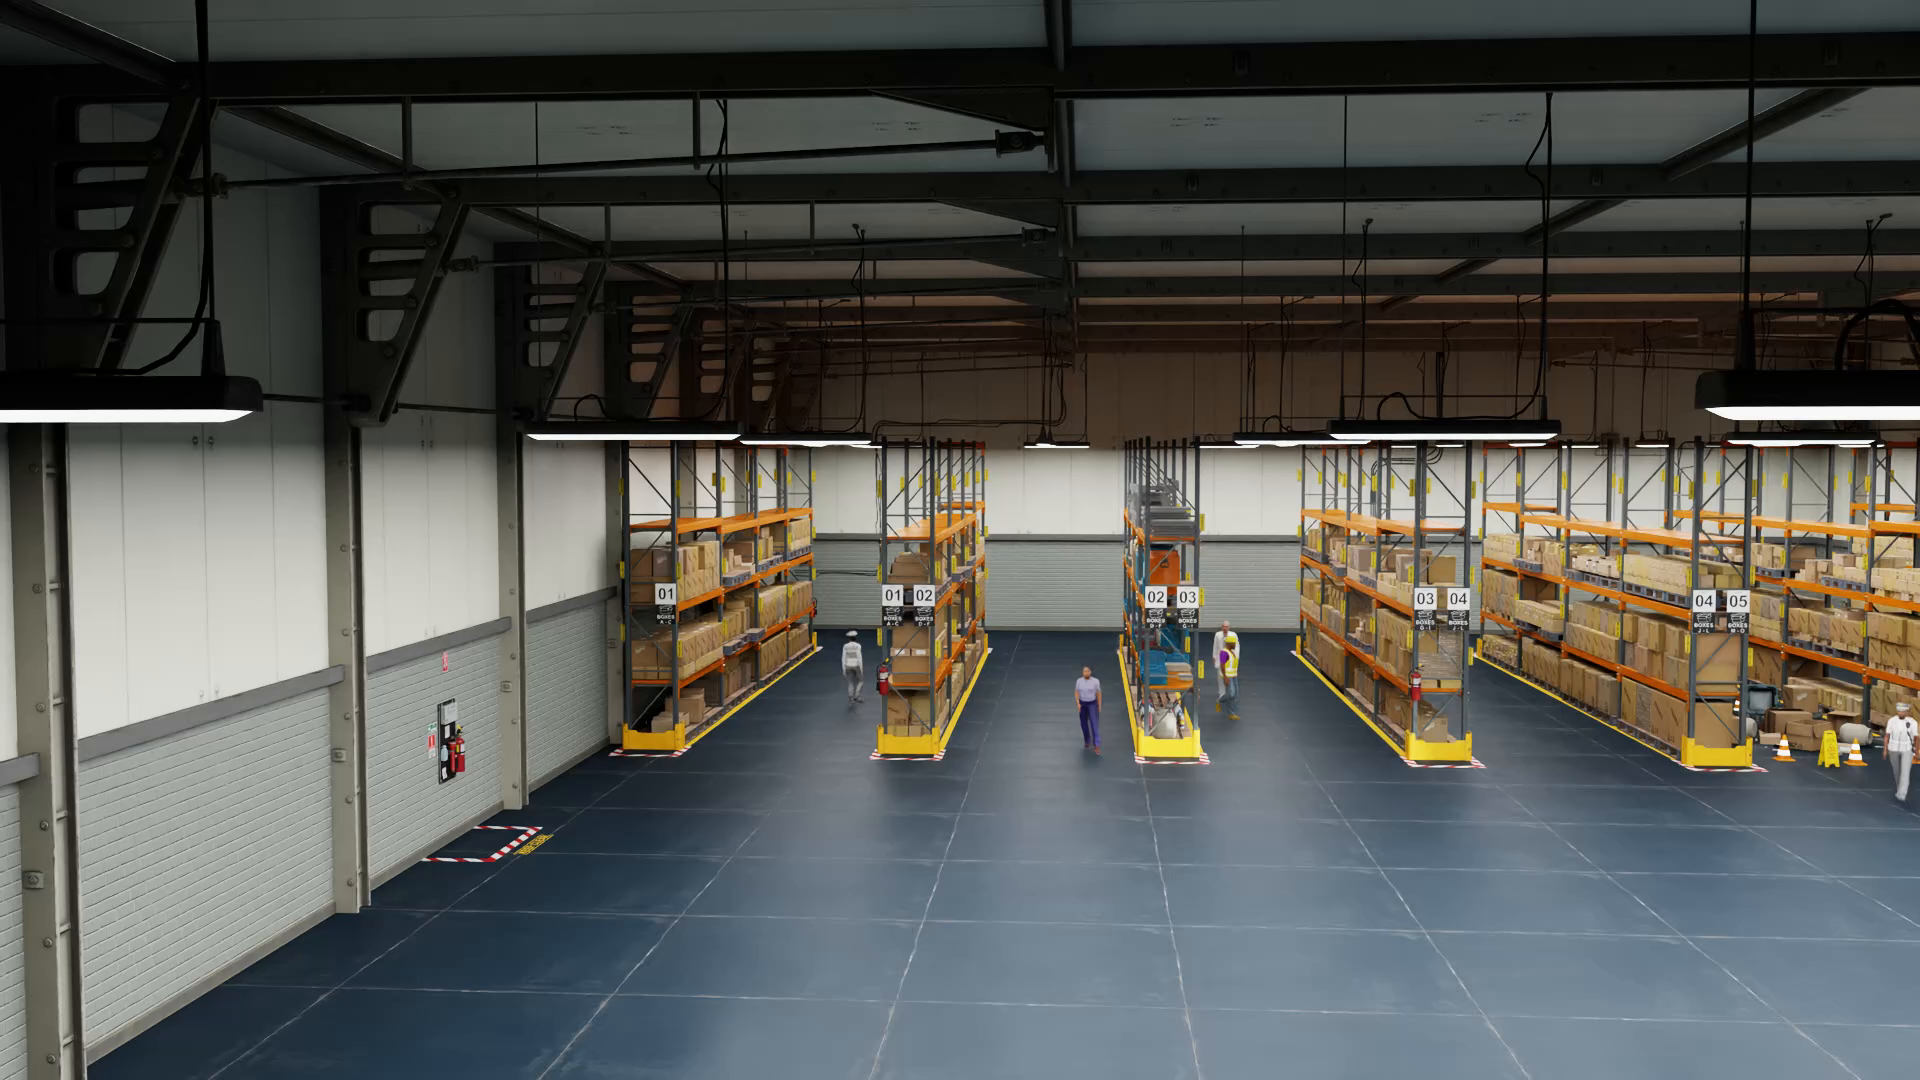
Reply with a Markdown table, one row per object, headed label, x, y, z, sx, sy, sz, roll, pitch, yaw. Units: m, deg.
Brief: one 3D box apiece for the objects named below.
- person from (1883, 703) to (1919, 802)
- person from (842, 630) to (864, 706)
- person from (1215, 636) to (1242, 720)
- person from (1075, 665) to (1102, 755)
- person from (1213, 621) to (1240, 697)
| label | x | y | z | sx | sy | sz | roll | pitch | yaw |
| --- | --- | --- | --- | --- | --- | --- | --- | --- | --- |
| person | 15.330 | 3.446 | 27.130 | 1.063 | 1.607 | 0.466 | -3 | 4 | -44 |
| person | -2.406 | 2.880 | 37.338 | 0.526 | 1.677 | 0.462 | 1 | 3 | 13 |
| person | 5.744 | 2.938 | 35.493 | 0.579 | 1.757 | 0.624 | 2 | 4 | 37 |
| person | 2.492 | 3.214 | 31.793 | 0.623 | 1.637 | 0.768 | 1 | 3 | 24 |
| person | 6.160 | 2.791 | 38.529 | 0.651 | 1.828 | 0.658 | 1 | 3 | 18 |
